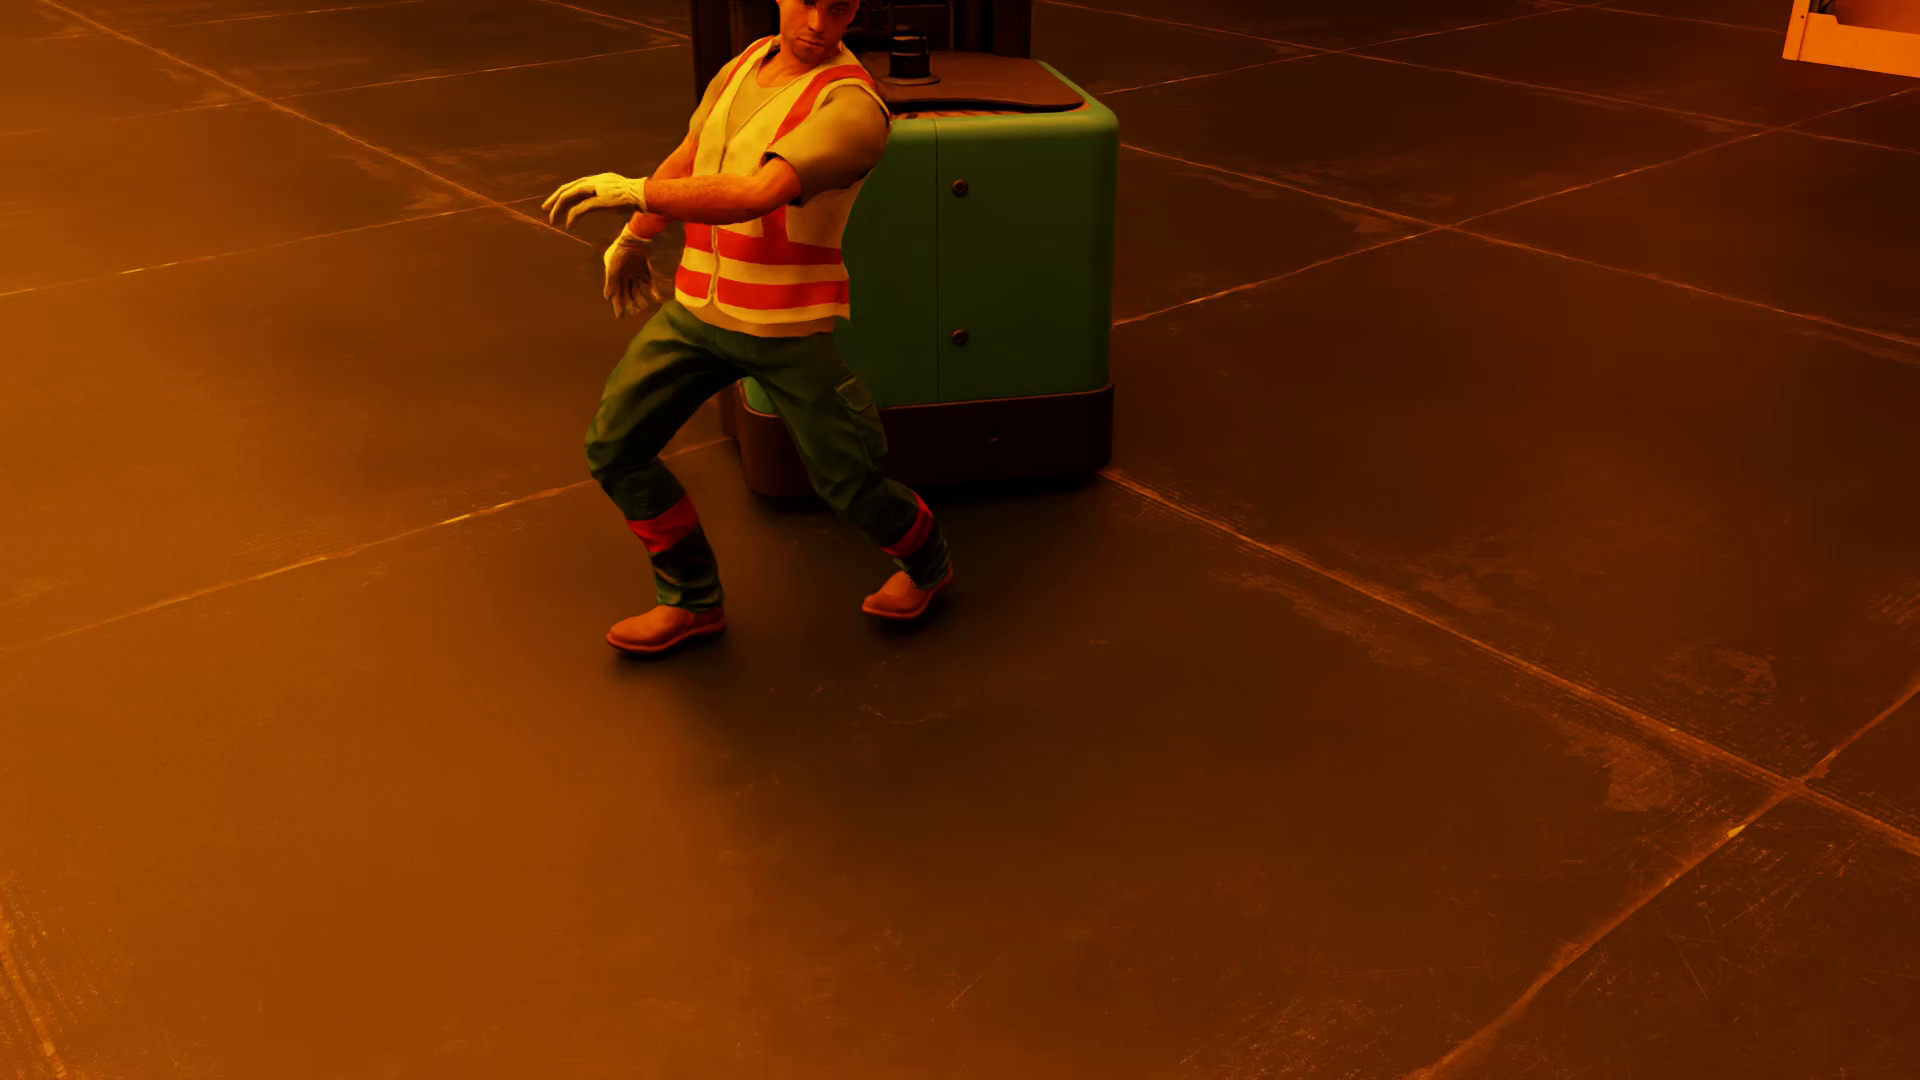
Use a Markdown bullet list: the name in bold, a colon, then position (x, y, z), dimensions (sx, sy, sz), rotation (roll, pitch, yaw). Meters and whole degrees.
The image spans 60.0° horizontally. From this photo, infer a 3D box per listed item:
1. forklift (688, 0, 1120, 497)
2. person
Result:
- **forklift**: position (-0.363, -2.063, 5.361), dimensions (1.130, 2.935, 3.031), rotation (-5, 27, -10)
- **person**: position (-0.515, -0.521, 3.690), dimensions (0.806, 1.638, 0.851), rotation (17, 31, 31)
